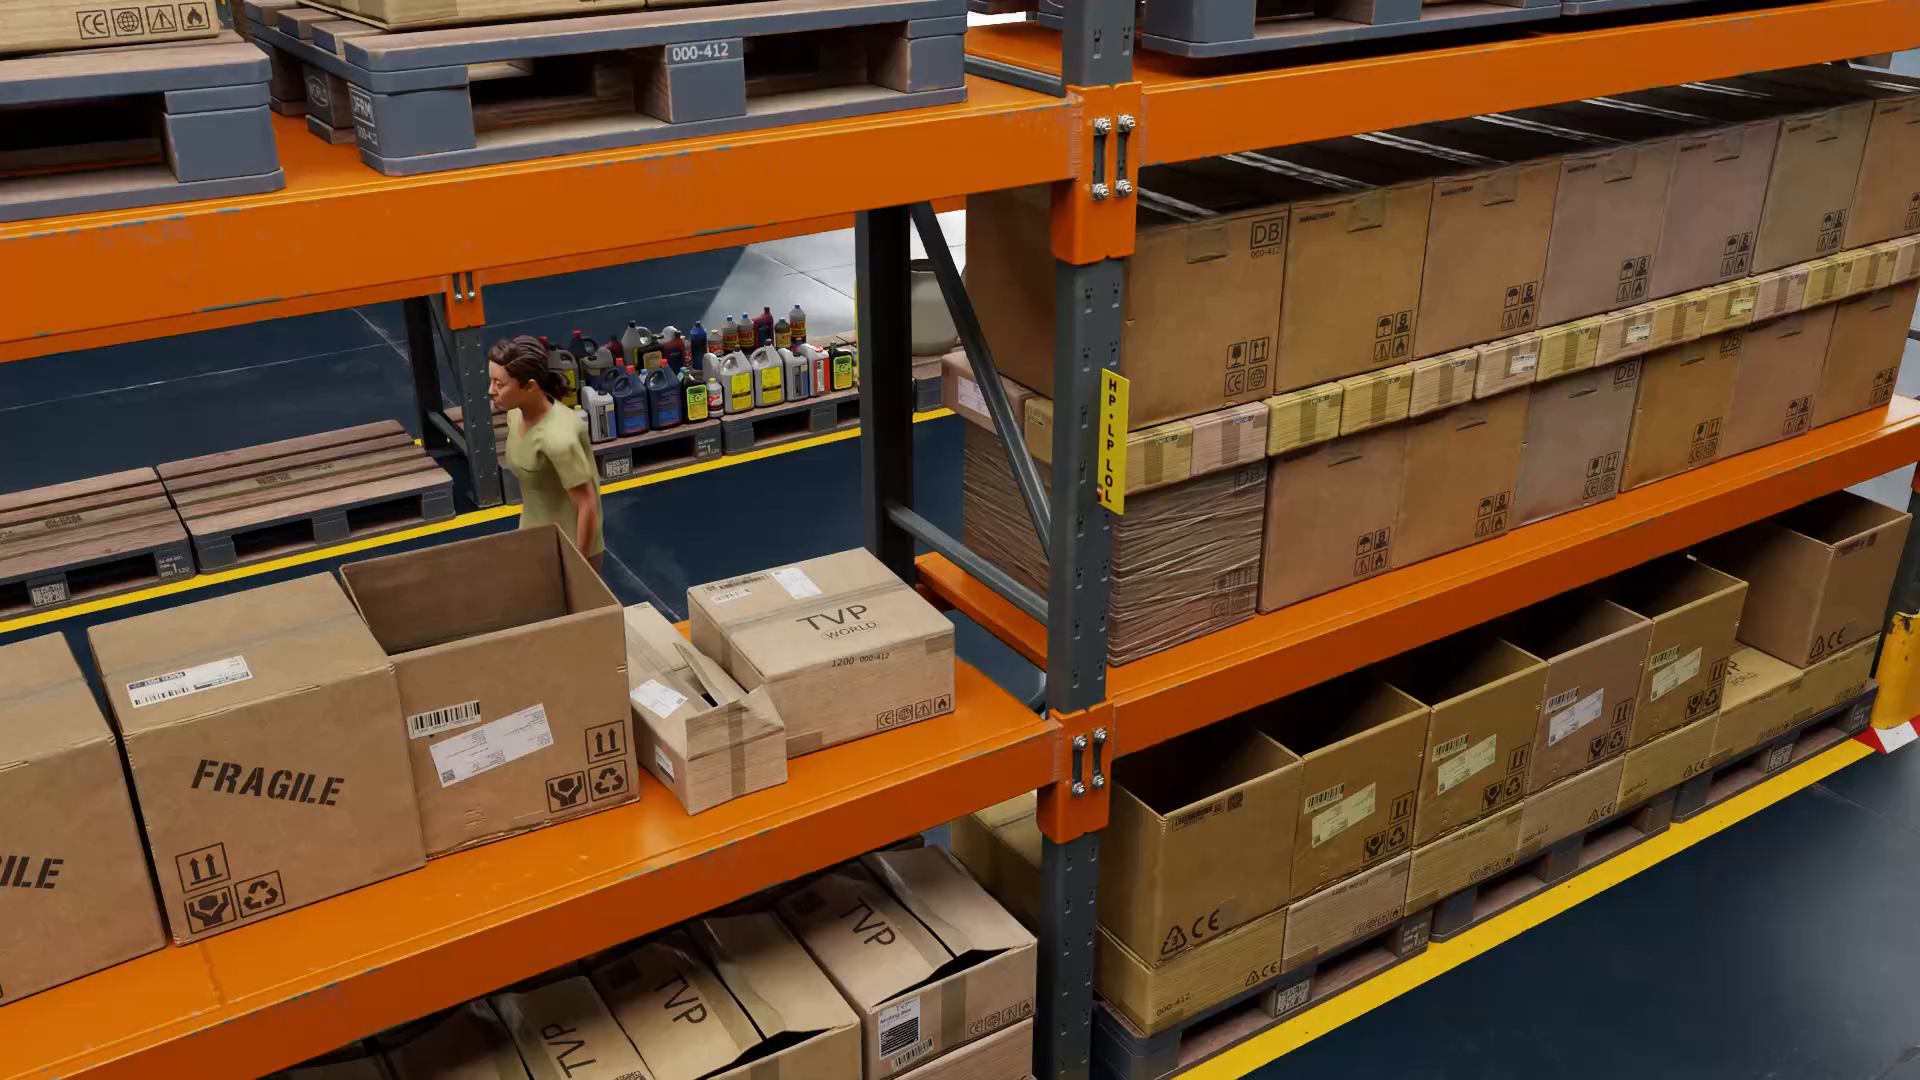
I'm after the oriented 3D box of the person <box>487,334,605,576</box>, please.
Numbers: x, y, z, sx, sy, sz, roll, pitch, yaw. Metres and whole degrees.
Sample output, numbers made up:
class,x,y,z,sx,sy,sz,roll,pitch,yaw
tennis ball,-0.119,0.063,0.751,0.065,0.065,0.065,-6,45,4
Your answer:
class,x,y,z,sx,sy,sz,roll,pitch,yaw
person,-1.472,0.047,6.010,0.355,1.673,0.516,-17,30,-31
